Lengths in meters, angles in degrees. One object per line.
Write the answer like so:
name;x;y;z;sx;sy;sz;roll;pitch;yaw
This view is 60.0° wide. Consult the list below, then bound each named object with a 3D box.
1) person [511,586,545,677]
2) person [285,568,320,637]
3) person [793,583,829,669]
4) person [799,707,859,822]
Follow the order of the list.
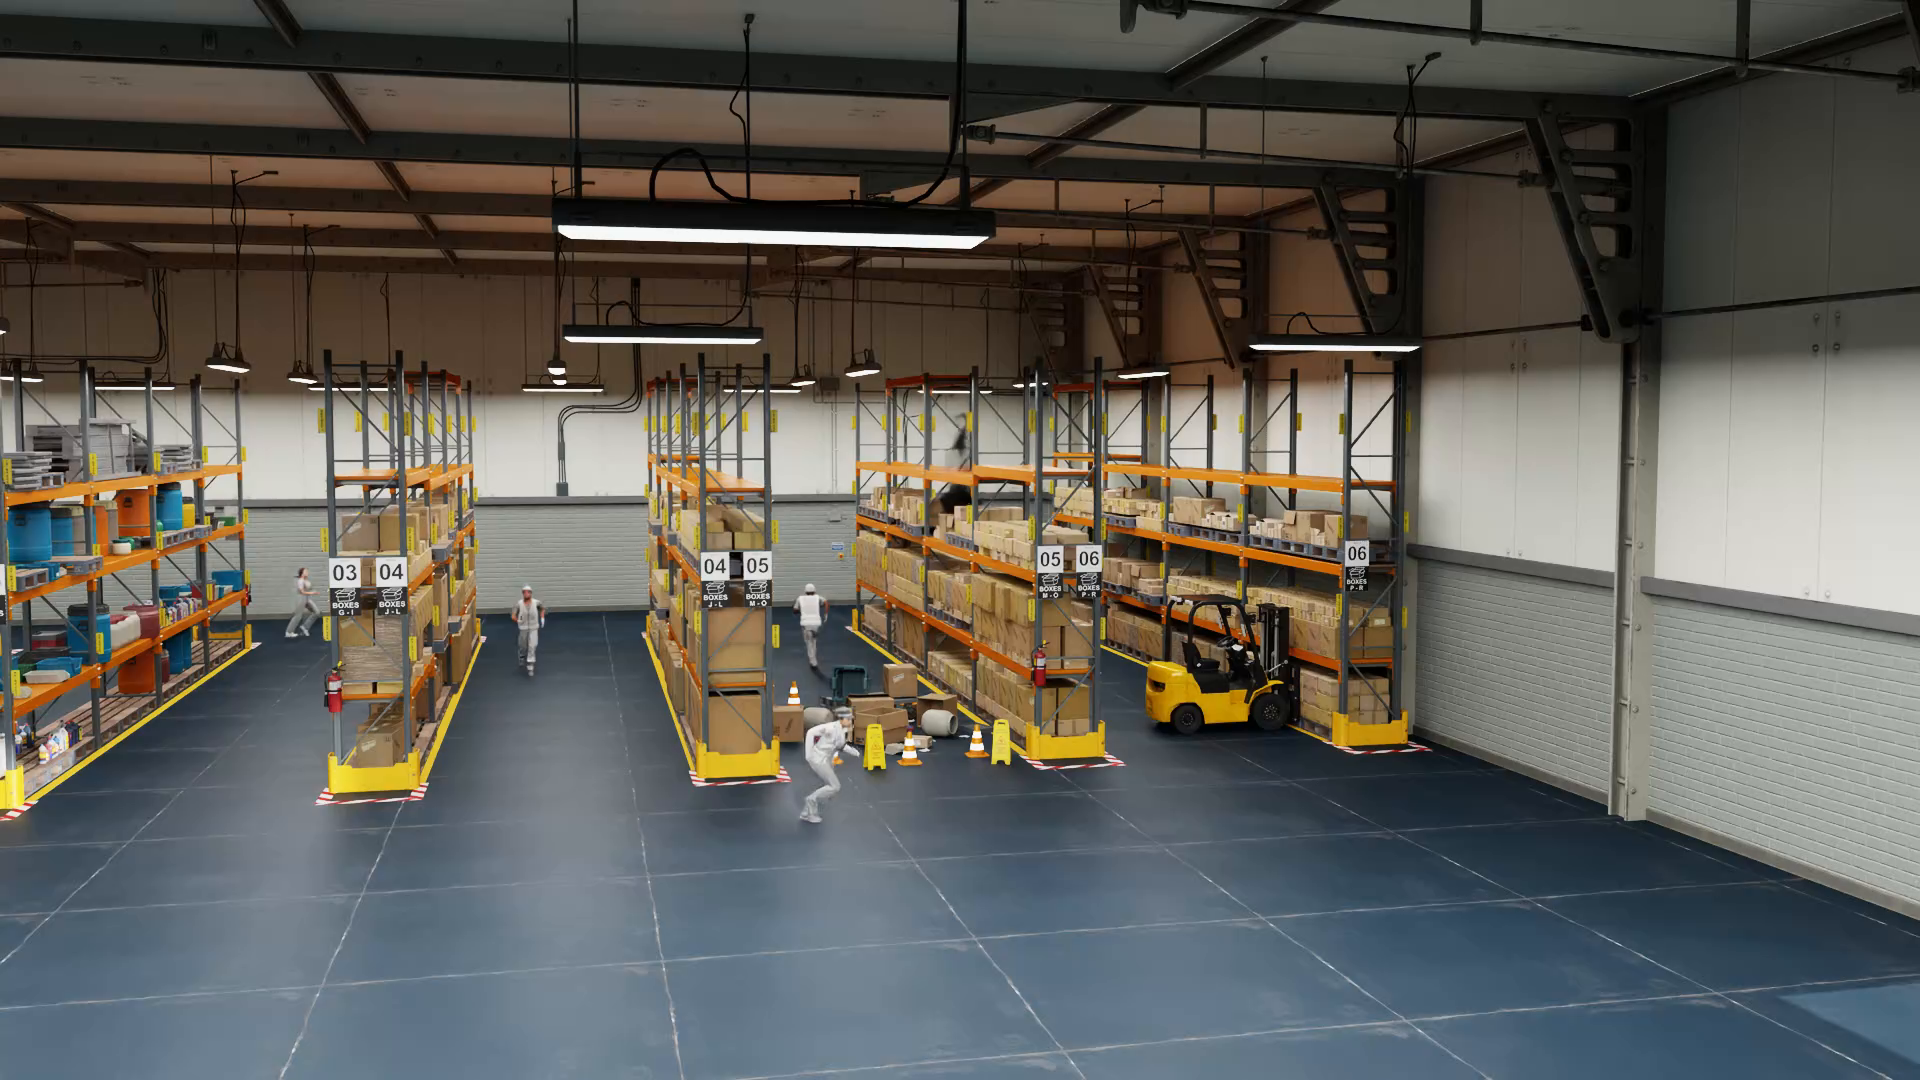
person;-8.631;1.803;33.261;0.667;1.786;0.956;-1;4;-17
person;-15.376;1.453;38.958;0.827;1.628;0.577;0;4;5
person;-3.013;1.792;33.710;0.674;1.789;0.980;-1;4;-17
person;-1.653;2.814;20.749;0.801;1.498;0.645;2;4;24
